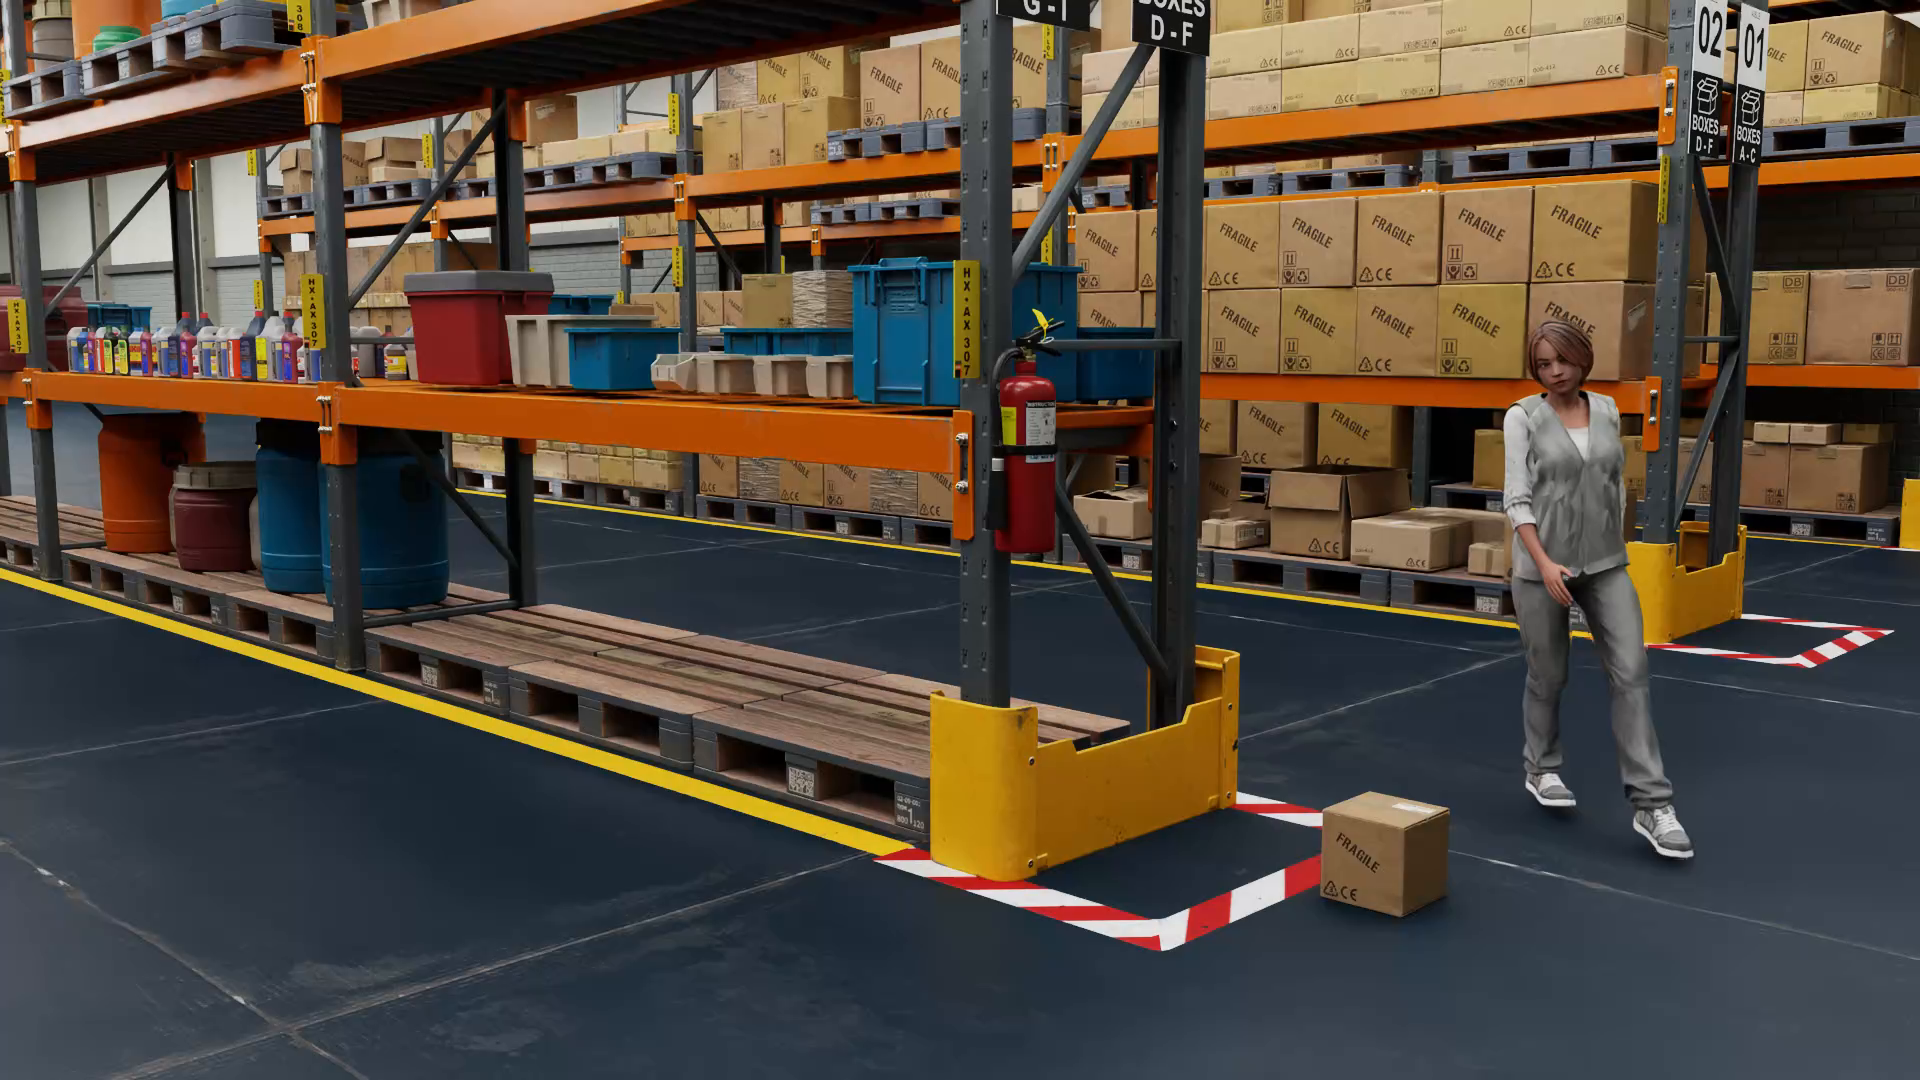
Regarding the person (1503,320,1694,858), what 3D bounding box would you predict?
[{"bbox_3d":[1.904,0.118,5.081,0.481,1.545,0.793,0,7,2],"label":"person"}]
